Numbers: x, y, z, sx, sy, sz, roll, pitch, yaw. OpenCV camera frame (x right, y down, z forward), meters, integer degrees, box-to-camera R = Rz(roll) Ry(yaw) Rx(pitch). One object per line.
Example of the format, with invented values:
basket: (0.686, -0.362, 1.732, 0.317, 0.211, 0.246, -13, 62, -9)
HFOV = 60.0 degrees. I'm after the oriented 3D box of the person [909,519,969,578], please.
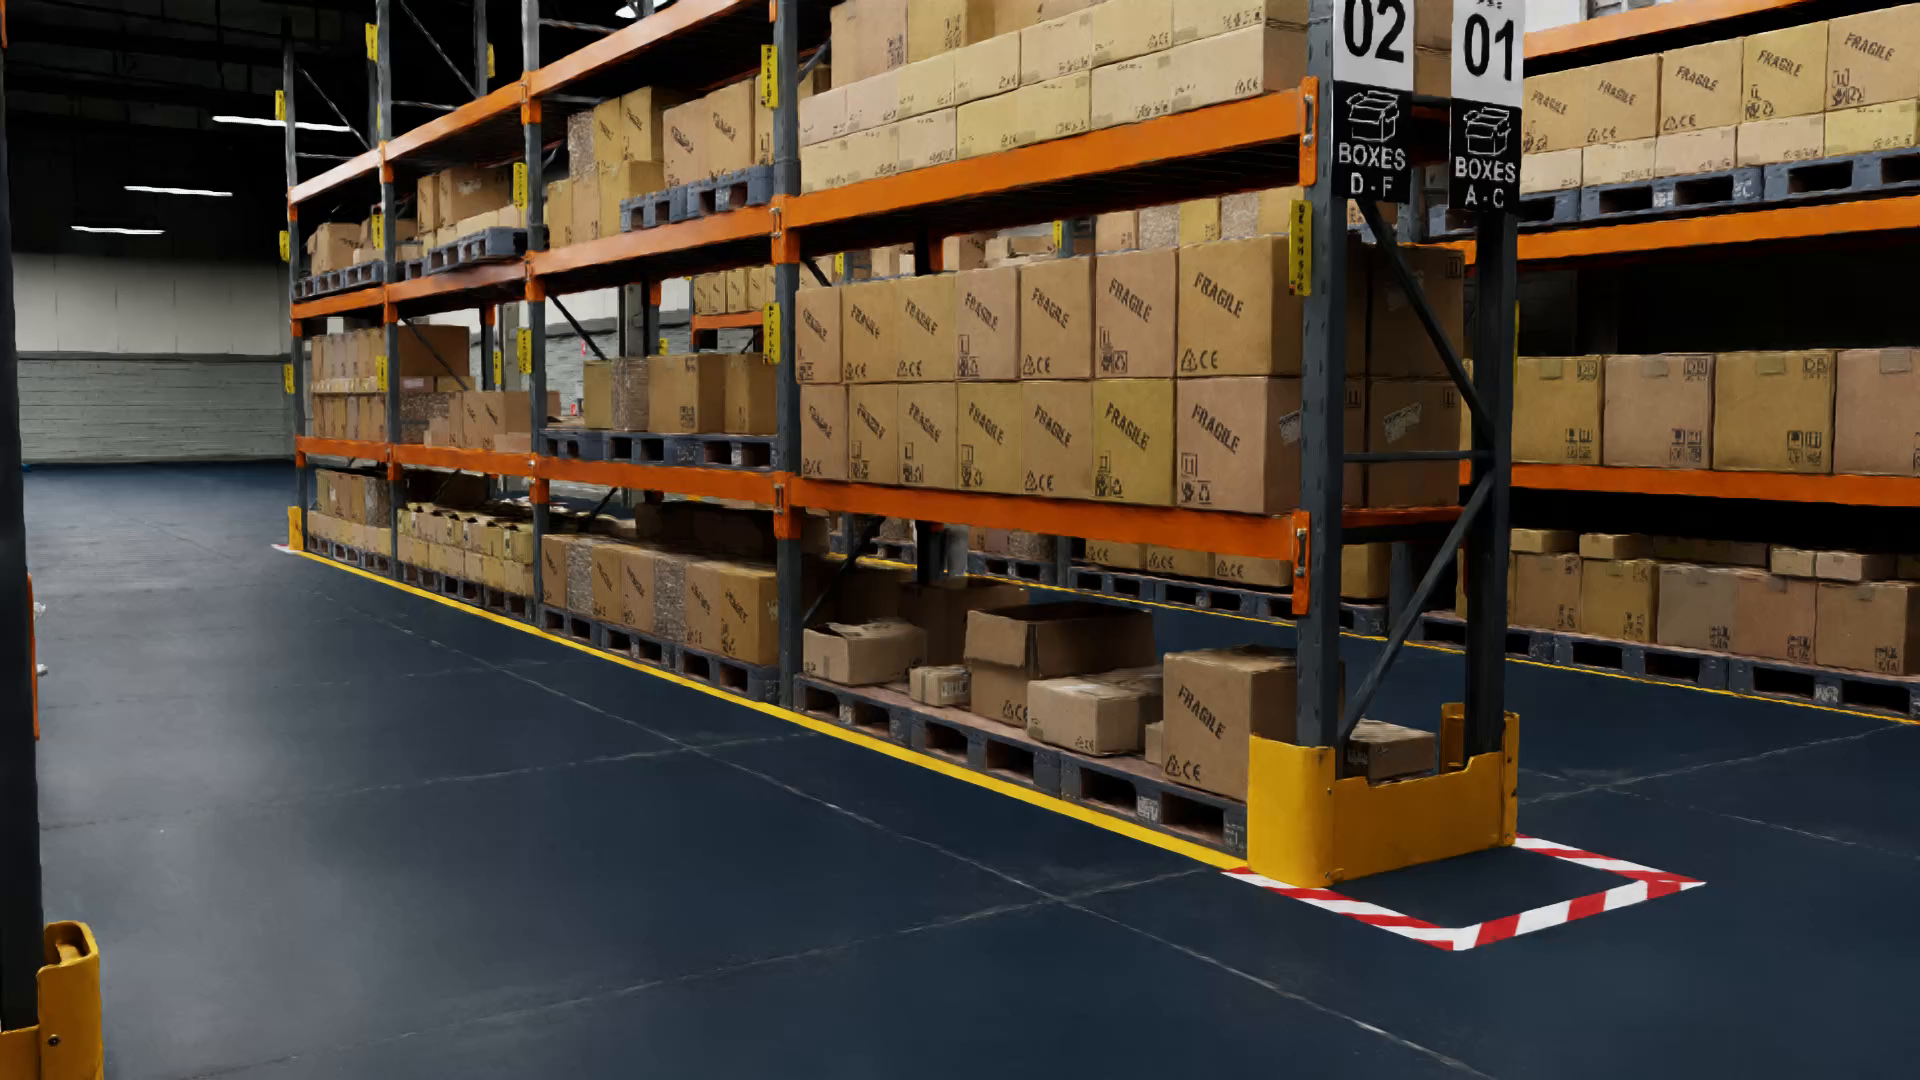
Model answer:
person: (-0.117, -0.117, 11.862, 0.498, 1.644, 0.920, 0, 5, -4)
